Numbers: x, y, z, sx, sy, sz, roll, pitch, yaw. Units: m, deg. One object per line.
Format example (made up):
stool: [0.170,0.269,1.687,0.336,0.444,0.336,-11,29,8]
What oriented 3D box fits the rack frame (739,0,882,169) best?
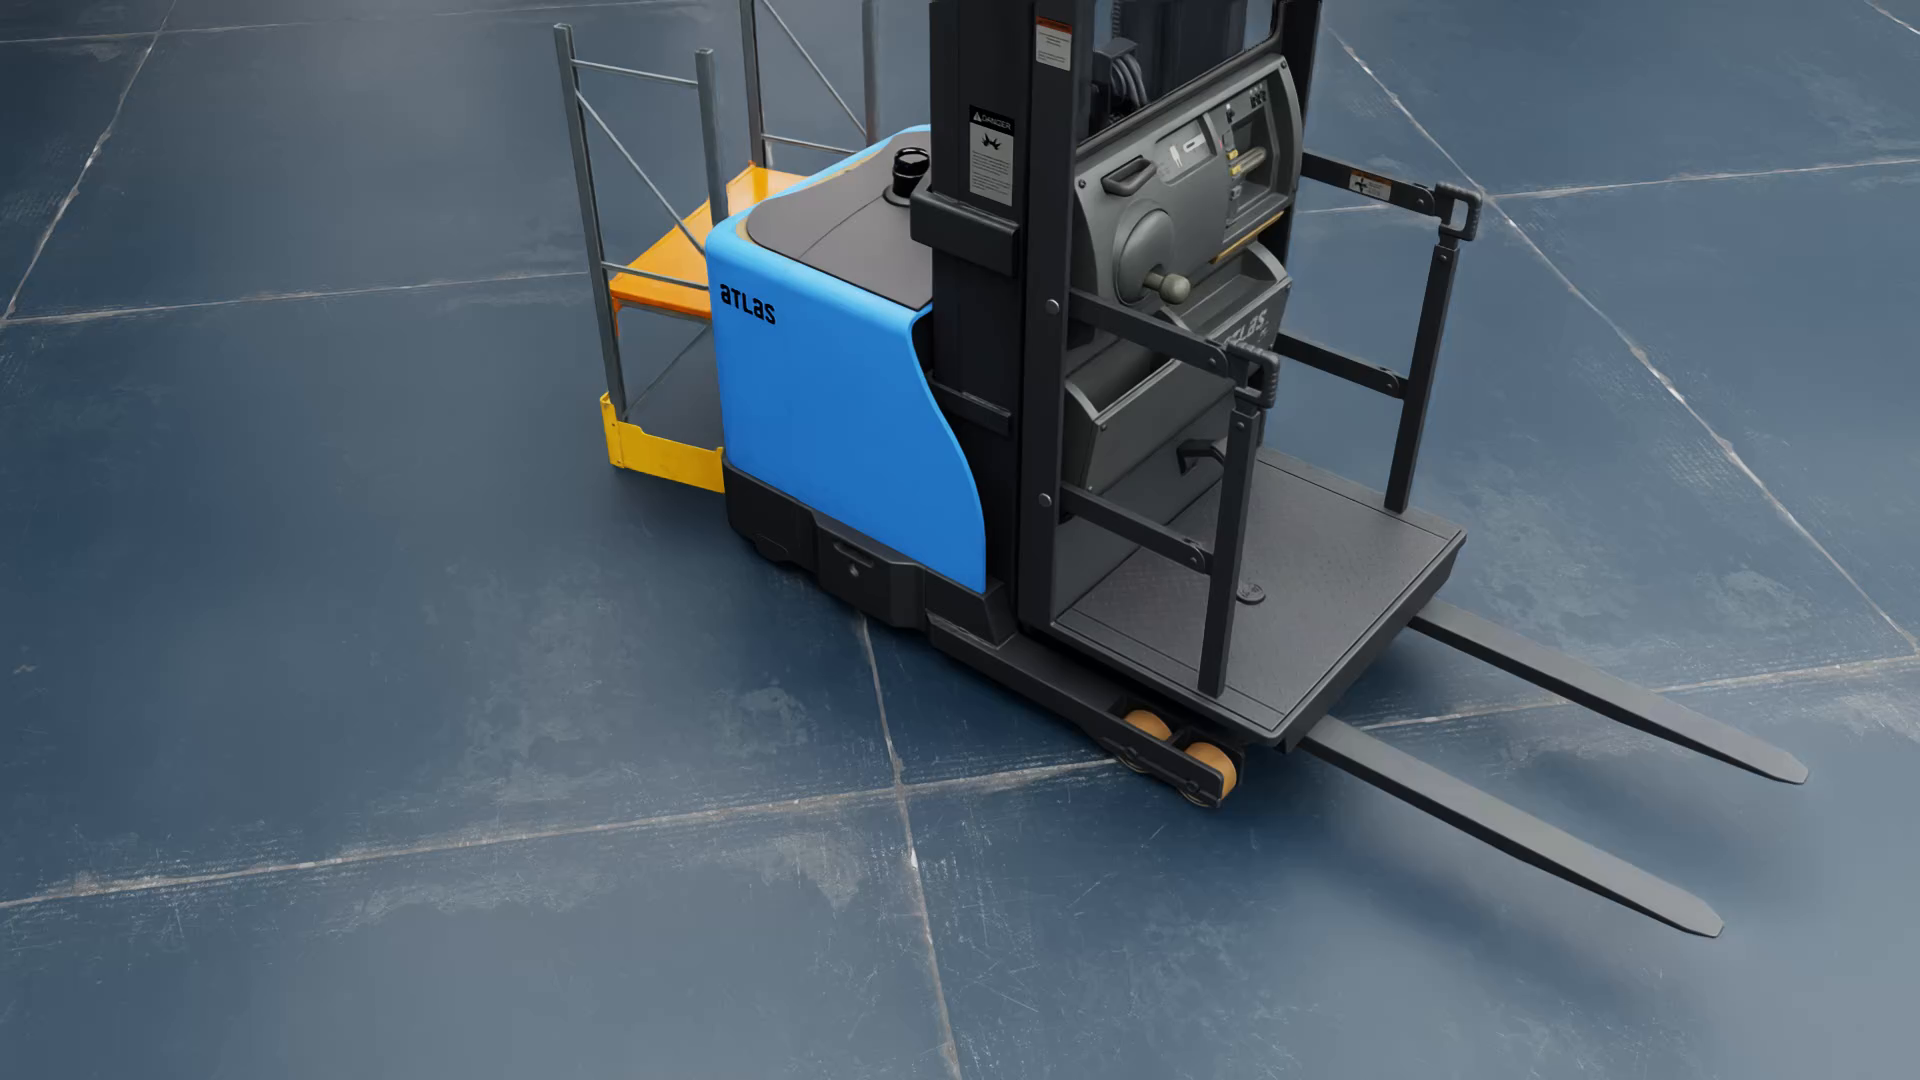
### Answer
rack frame: [-0.503,-1.365,5.784,0.500,1.500,0.032,15,40,18]

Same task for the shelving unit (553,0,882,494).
shelving unit: [-0.700,-1.083,5.422,0.587,1.500,1.083,15,40,18]

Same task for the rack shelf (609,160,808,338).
rack shelf: [-0.704,-0.936,5.526,0.538,0.185,1.000,15,40,18]

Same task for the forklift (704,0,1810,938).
forklift: [0.734,-0.831,3.930,3.031,2.935,1.130,26,45,30]

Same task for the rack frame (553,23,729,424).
rack frame: [-0.905,-0.792,5.046,0.500,1.500,0.032,15,40,18]

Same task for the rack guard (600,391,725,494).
rack guard: [-0.897,-0.309,5.444,0.587,0.250,0.087,15,40,18]
